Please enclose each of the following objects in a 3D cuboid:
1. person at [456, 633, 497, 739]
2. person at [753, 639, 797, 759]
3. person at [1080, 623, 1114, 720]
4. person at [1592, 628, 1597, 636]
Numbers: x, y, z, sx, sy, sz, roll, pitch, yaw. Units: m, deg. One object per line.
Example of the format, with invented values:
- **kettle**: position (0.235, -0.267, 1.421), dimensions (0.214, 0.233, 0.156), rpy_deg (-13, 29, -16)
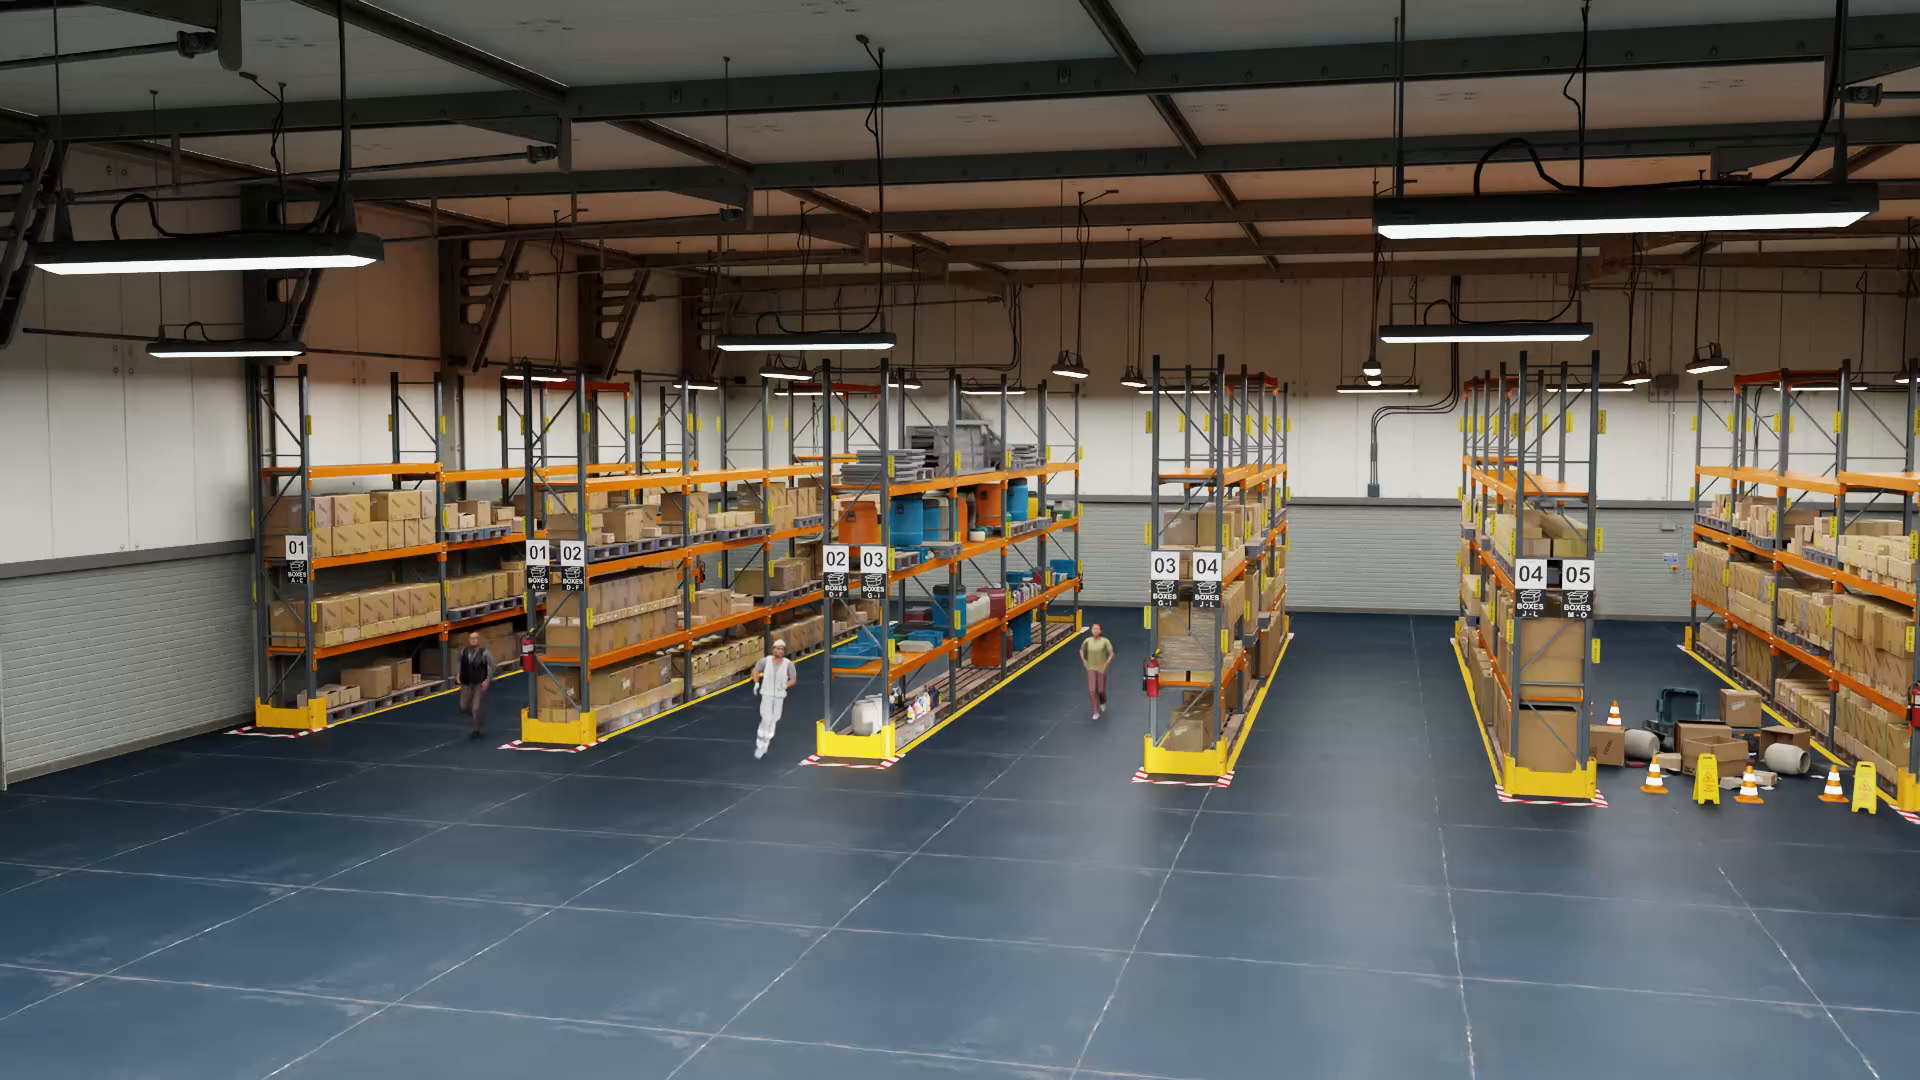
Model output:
- **person**: position (-7.809, 2.330, 26.731), dimensions (0.691, 1.691, 0.537), rpy_deg (1, 4, 7)
- **person**: position (-2.803, 2.395, 25.142), dimensions (0.669, 1.793, 0.667), rpy_deg (-1, 4, -15)
- **person**: position (2.329, 2.226, 28.459), dimensions (0.592, 1.642, 0.572), rpy_deg (1, 4, 13)
- **person**: position (14.369, 1.529, 38.738), dimensions (0.907, 1.638, 0.570), rpy_deg (0, 4, 6)
